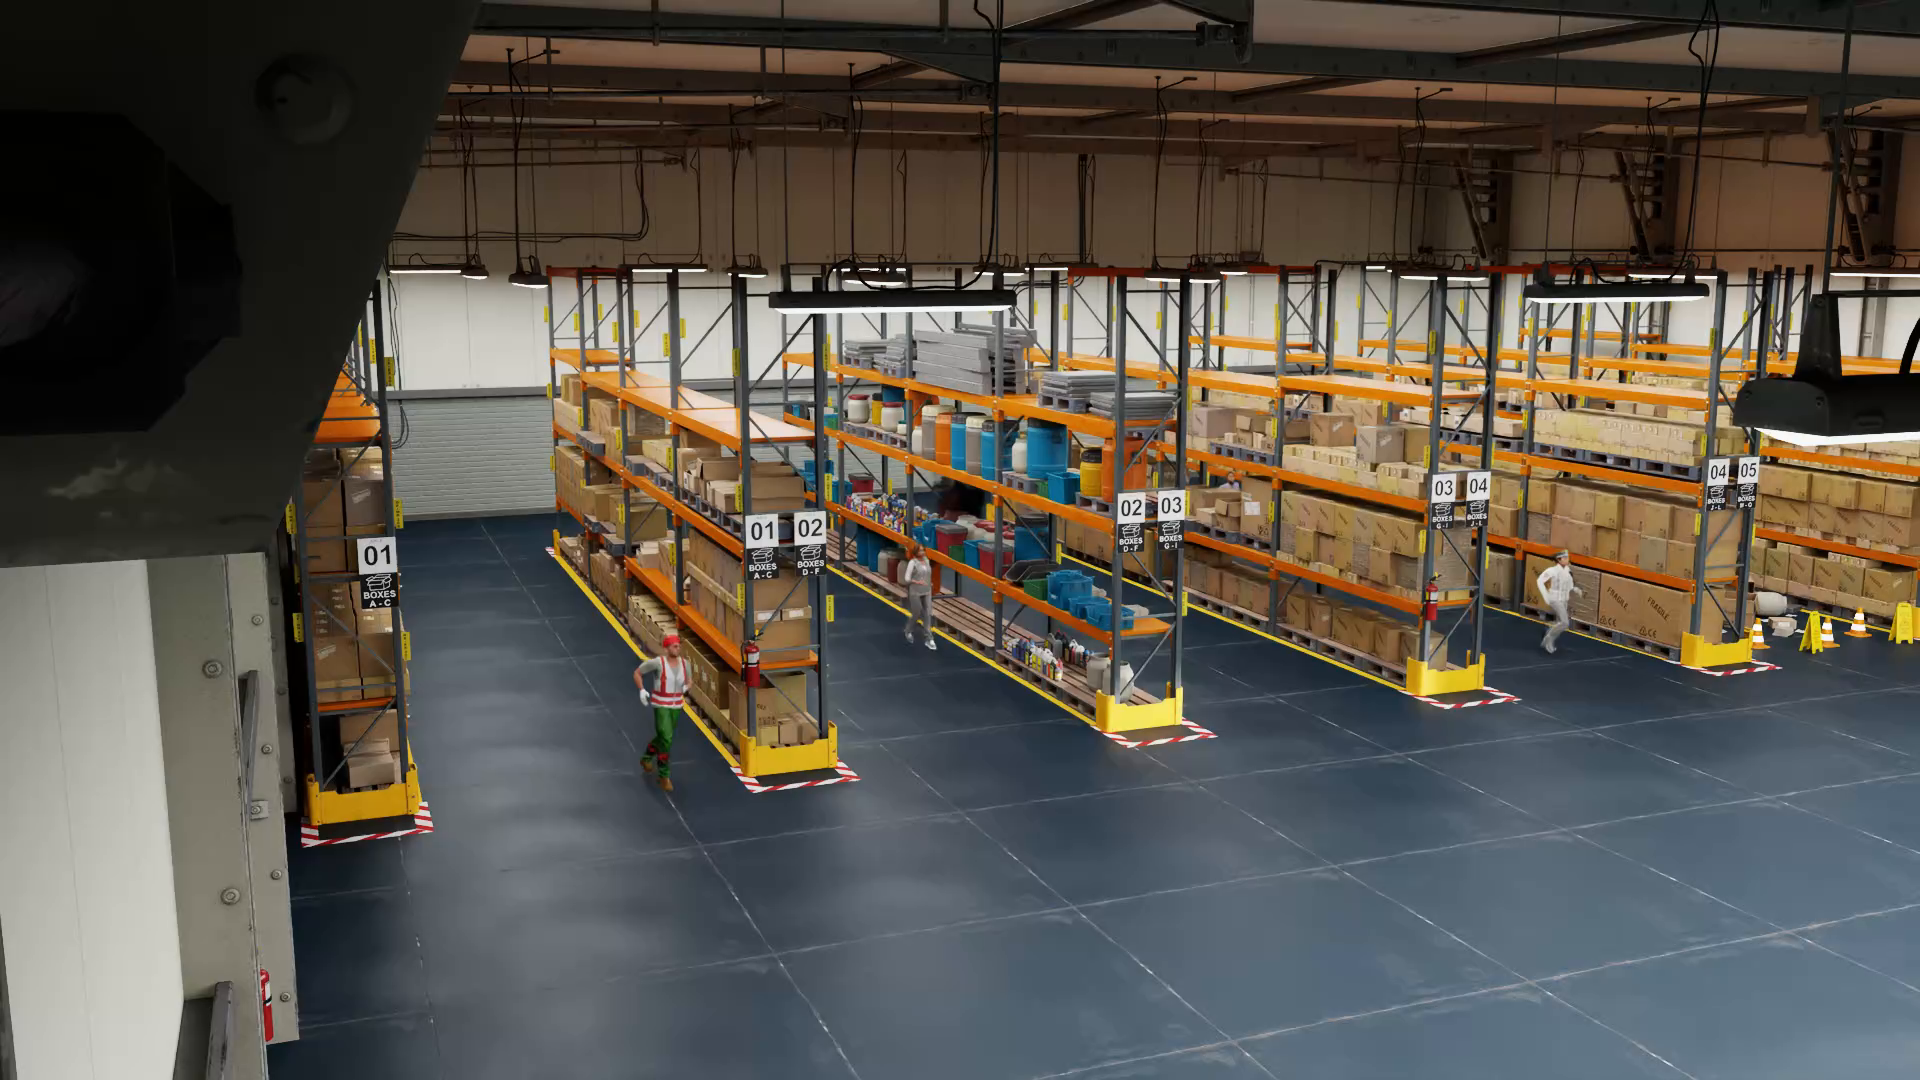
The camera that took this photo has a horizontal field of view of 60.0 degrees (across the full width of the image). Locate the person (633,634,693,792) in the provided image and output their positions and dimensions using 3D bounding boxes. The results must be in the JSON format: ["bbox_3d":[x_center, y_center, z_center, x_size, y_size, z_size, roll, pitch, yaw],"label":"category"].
[{"bbox_3d":[-3.524,2.029,20.010,0.853,1.823,0.682,10,14,44],"label":"person"}]

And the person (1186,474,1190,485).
[{"bbox_3d":[4.766,-0.542,34.908,0.595,1.719,0.657,-5,11,-26],"label":"person"}]

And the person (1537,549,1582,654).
[{"bbox_3d":[9.494,0.966,26.282,0.617,1.672,0.621,-7,12,-36],"label":"person"}]

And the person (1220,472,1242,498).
[{"bbox_3d":[5.856,-0.656,35.791,0.618,1.595,0.588,-3,10,-16],"label":"person"}]

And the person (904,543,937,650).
[{"bbox_3d":[-0.604,0.837,25.468,0.540,1.598,0.798,-6,12,-33],"label":"person"}]
